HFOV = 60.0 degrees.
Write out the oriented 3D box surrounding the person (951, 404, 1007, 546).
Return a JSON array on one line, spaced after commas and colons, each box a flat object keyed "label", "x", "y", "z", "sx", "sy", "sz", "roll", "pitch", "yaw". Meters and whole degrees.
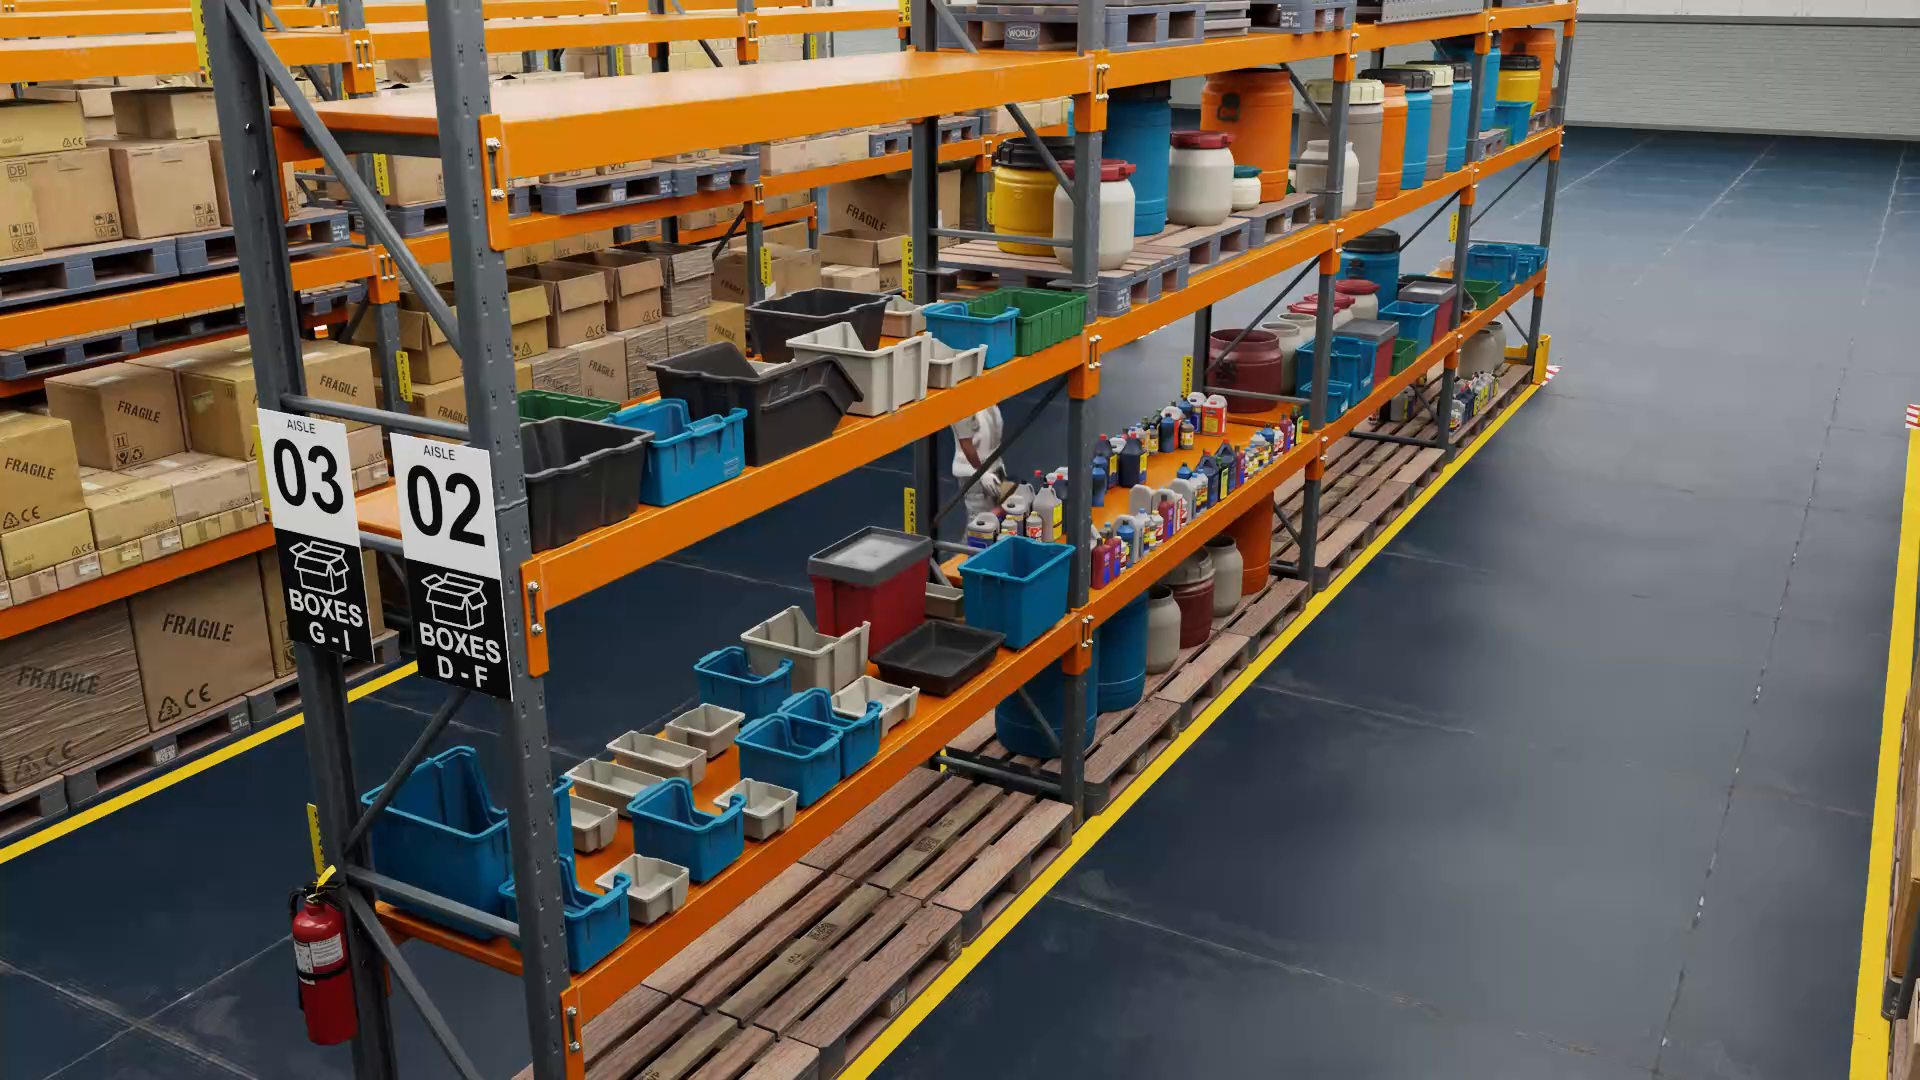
[{"label": "person", "x": 0.174, "y": -0.529, "z": 12.401, "sx": 0.437, "sy": 1.732, "sz": 0.549, "roll": 6, "pitch": 20, "yaw": 18}]
